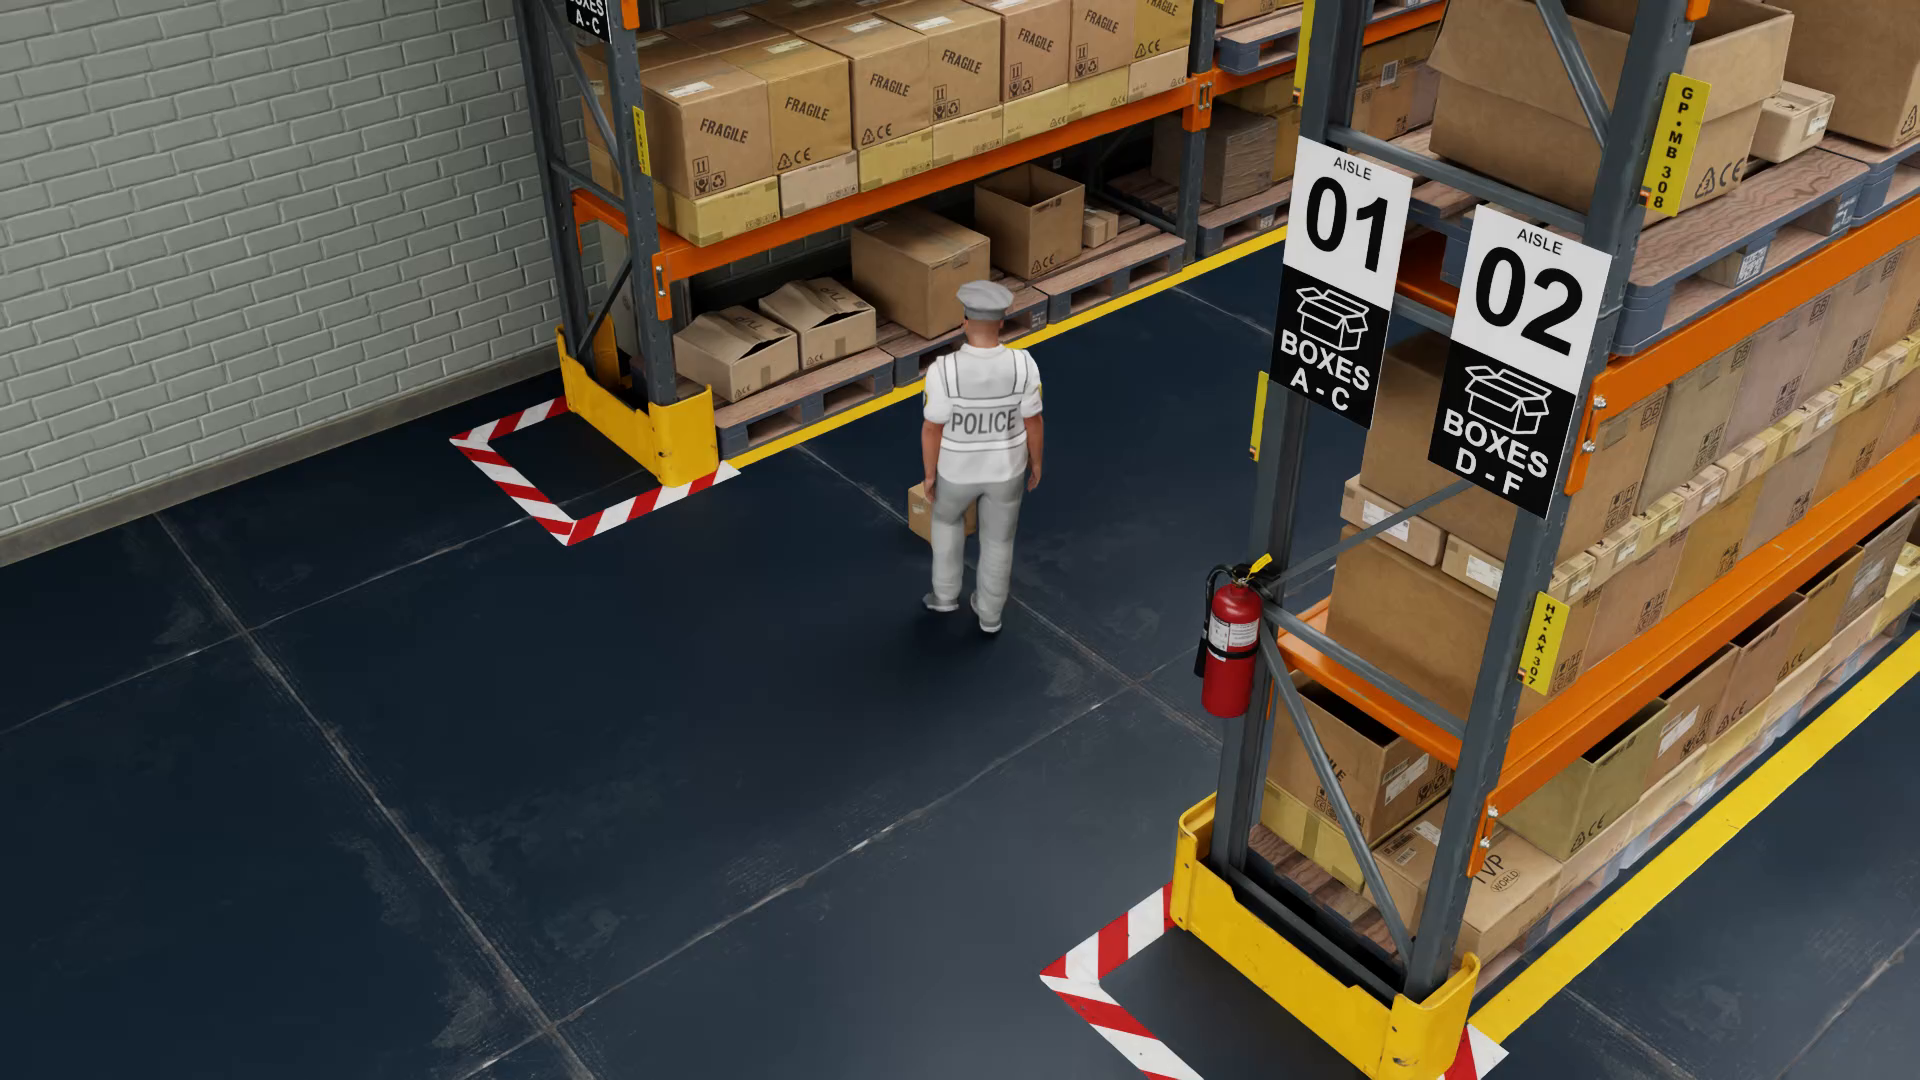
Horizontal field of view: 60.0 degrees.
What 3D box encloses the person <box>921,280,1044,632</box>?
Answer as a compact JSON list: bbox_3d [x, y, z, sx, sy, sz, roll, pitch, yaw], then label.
[{"bbox_3d":[0.096,-0.325,7.581,0.556,1.824,0.465,-3,36,-4],"label":"person"}]
